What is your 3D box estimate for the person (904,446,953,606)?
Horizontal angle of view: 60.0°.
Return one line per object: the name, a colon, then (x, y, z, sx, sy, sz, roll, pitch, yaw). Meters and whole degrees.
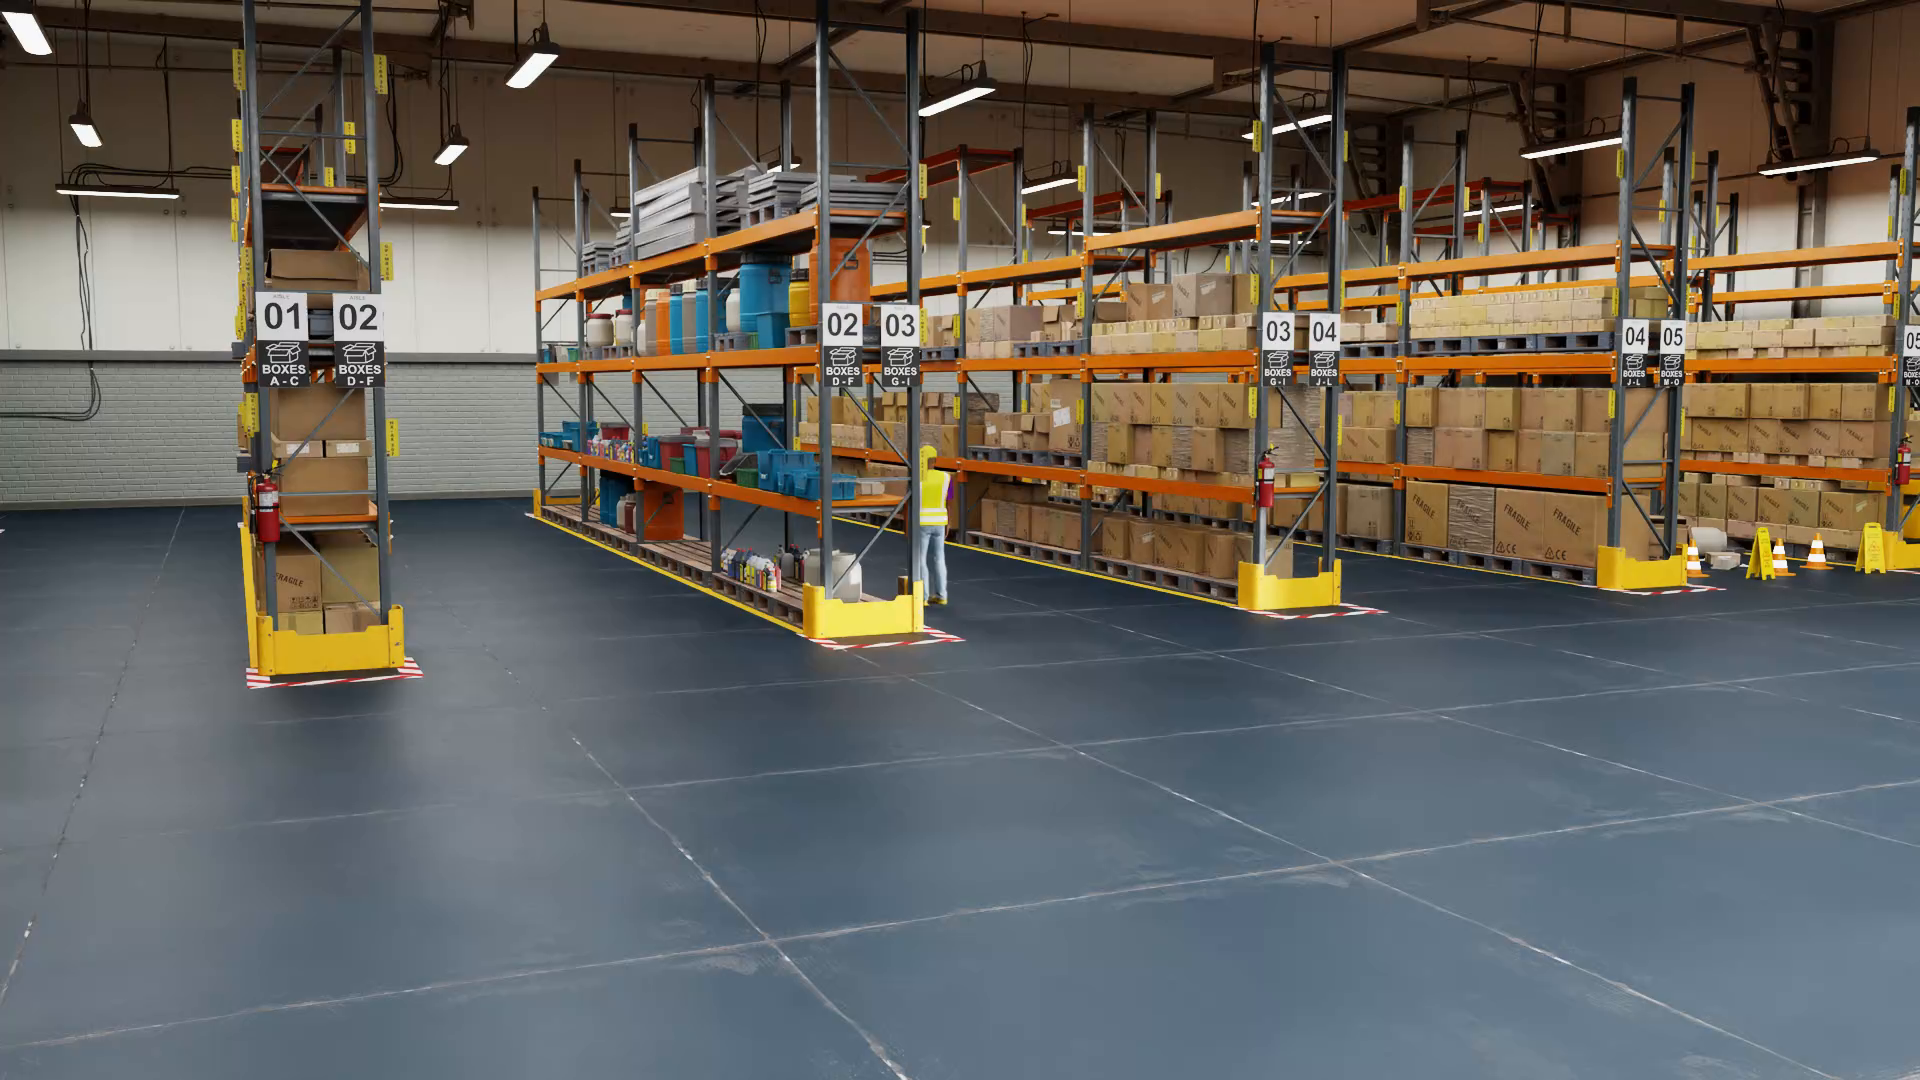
person: (-0.360, -0.164, 18.400, 0.565, 1.762, 0.366, -2, 6, -22)
